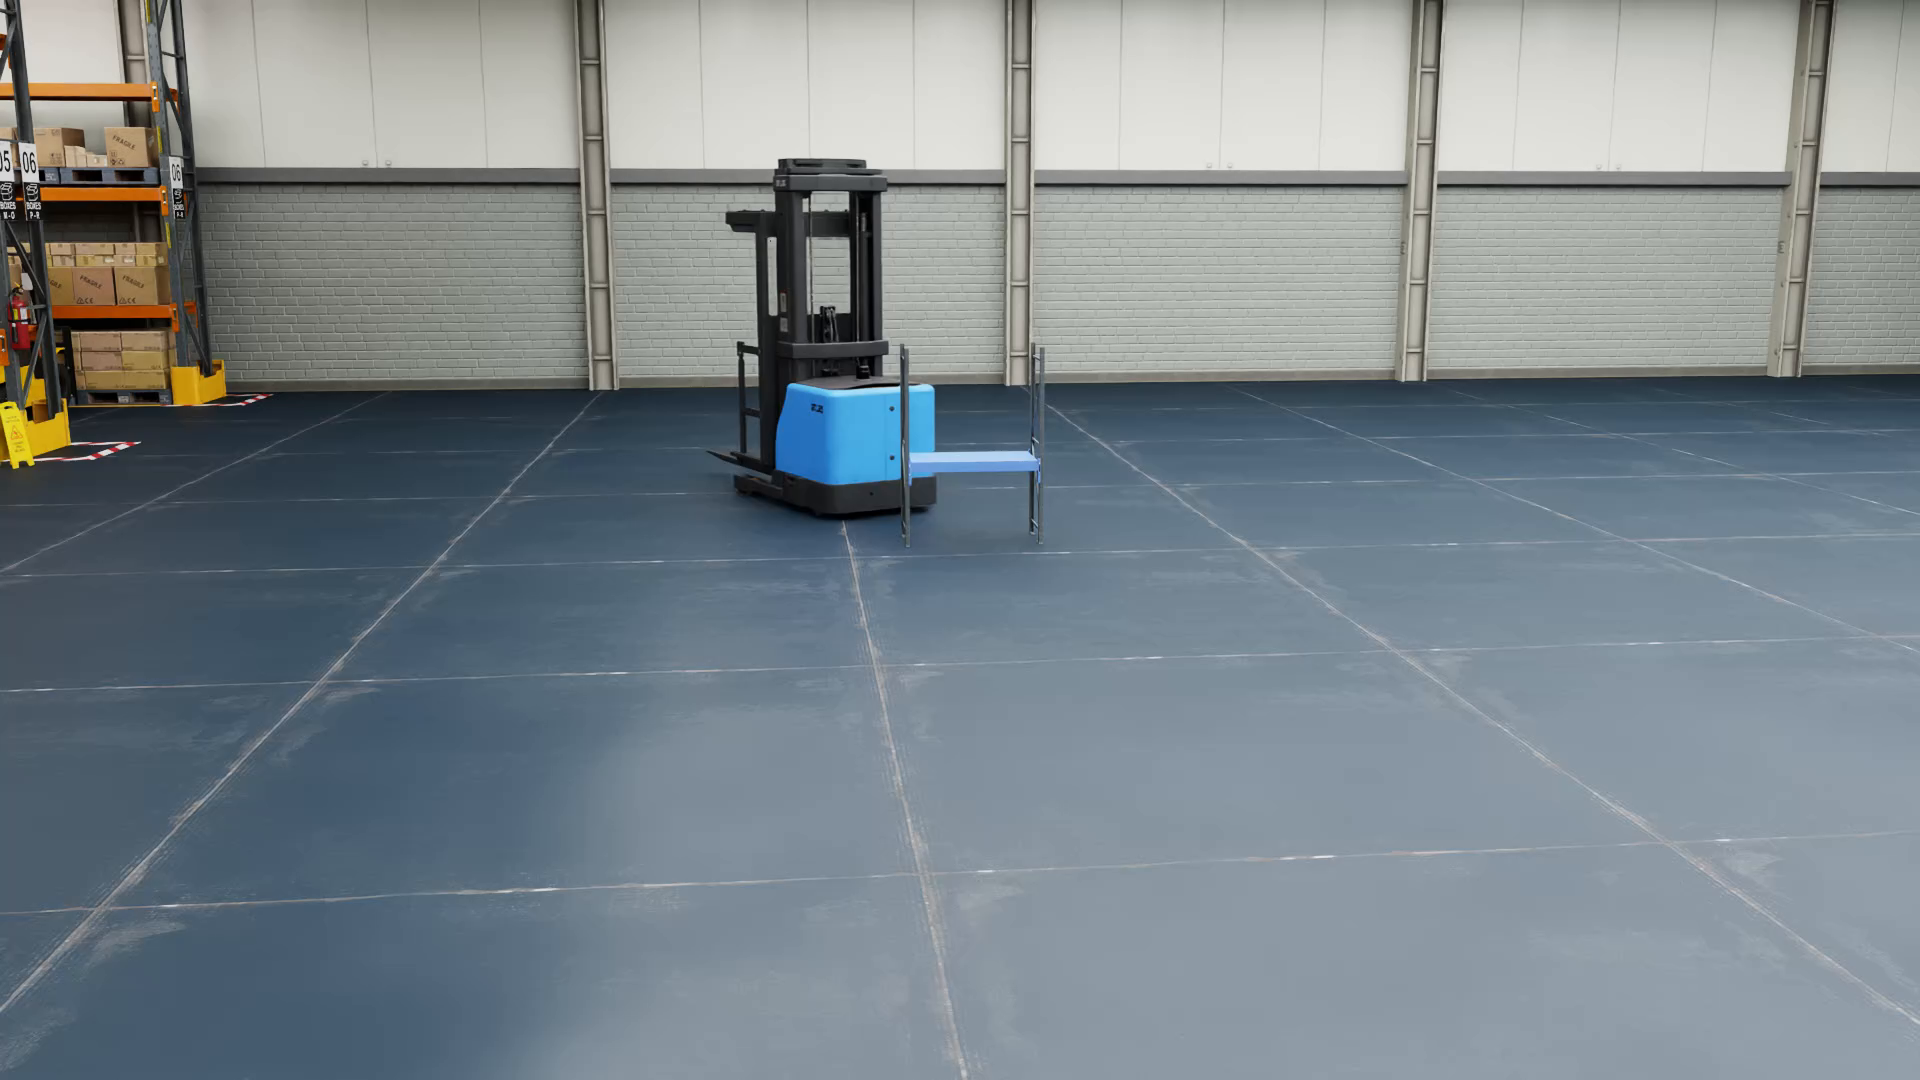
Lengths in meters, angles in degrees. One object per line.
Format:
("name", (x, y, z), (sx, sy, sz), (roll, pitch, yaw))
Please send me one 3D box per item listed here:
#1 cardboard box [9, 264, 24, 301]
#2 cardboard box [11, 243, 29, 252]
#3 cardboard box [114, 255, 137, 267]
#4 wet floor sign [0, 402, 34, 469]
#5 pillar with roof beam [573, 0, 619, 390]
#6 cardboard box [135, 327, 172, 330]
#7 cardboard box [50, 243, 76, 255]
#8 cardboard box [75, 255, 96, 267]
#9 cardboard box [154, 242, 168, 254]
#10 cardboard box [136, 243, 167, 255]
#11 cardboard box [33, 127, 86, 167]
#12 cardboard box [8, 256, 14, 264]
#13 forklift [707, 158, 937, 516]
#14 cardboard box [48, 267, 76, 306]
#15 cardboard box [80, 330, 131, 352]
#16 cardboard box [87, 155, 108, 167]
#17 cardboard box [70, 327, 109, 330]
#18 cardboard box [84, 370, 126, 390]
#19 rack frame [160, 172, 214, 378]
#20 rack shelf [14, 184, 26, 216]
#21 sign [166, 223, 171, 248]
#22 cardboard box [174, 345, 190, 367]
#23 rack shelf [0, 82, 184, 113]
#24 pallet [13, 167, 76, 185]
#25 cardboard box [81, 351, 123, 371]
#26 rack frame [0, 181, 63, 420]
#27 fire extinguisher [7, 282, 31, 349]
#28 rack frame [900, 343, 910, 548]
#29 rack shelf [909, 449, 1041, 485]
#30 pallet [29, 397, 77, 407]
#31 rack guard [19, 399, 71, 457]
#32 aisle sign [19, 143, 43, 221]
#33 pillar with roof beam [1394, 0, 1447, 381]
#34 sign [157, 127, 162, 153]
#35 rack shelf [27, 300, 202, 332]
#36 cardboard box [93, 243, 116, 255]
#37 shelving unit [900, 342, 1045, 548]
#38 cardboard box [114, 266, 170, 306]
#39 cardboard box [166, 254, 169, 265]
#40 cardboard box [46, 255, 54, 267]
("cardboard box", (-10.248, -2.646, 17.522), (0.500, 0.500, 0.500), (-1, 11, -7))
("cardboard box", (-12.145, -3.792, 21.669), (0.250, 0.149, 0.380), (-1, 11, -5))
("cardboard box", (-10.852, -3.655, 21.743), (0.250, 0.149, 0.380), (-1, 11, -5))
("wet floor sign", (-9.443, -1.051, 16.544), (0.232, 0.644, 0.267), (3, 11, 14))
("pillar with roof beam", (-4.647, -5.761, 18.845), (0.400, 9.000, 9.100), (-1, 11, -6))
("cardboard box", (-10.785, -2.734, 22.444), (0.500, 0.250, 0.500), (-1, 11, -7))
("cardboard box", (-11.622, -3.786, 21.637), (0.250, 0.149, 0.380), (-1, 11, -5))
("cardboard box", (-11.365, -3.658, 21.760), (0.250, 0.149, 0.380), (-1, 11, -6))
("cardboard box", (-10.644, -3.907, 22.254), (0.250, 0.149, 0.380), (-1, 11, -7))
("cardboard box", (-10.620, -3.825, 21.837), (0.250, 0.149, 0.380), (-1, 11, -6))
("cardboard box", (-11.730, -5.078, 21.537), (0.500, 0.500, 0.700), (-1, 11, -6))
("cardboard box", (-12.379, -3.628, 21.607), (0.250, 0.149, 0.380), (-1, 11, -7))
("forklift", (-1.389, -1.873, 14.797), (1.130, 2.935, 3.031), (-7, 13, -30))
("cardboard box", (-11.774, -3.328, 21.763), (0.500, 0.500, 0.500), (-1, 11, -7))
("cardboard box", (-11.218, -2.626, 21.897), (0.500, 0.250, 0.500), (-1, 11, -5))
("cardboard box", (-11.078, -4.888, 21.482), (0.250, 0.149, 0.380), (-2, 11, -8))
("cardboard box", (-11.780, -2.714, 22.345), (0.500, 0.250, 0.500), (-1, 11, -6))
("cardboard box", (-11.216, -2.138, 22.005), (0.500, 0.250, 0.500), (-1, 11, -6))
("rack frame", (-10.287, -3.360, 22.182), (0.127, 3.000, 1.000), (-1, 11, -6))
("rack shelf", (-11.736, -3.485, 16.908), (4.000, 0.370, 1.077), (-1, 11, -6))
("sign", (-10.242, -3.940, 21.516), (0.005, 0.325, 0.100), (-1, 11, -6))
("cardboard box", (-10.777, -2.492, 22.511), (0.500, 0.250, 0.500), (-1, 11, -5))
("rack shelf", (-12.275, -5.713, 21.499), (4.000, 0.370, 1.077), (-1, 11, -6))
("pallet", (-12.208, -4.752, 21.719), (1.213, 0.211, 1.003), (-1, 11, -6))
("cardboard box", (-11.237, -2.383, 21.959), (0.500, 0.250, 0.500), (-1, 11, -7))
("rack frame", (-9.747, -2.408, 17.340), (0.127, 3.000, 1.000), (-1, 11, -6))
("fire extinguisher", (-9.584, -2.284, 16.910), (0.183, 0.674, 0.296), (-1, 11, -6))
("rack frame", (-0.421, -0.727, 12.679), (0.032, 1.500, 0.500), (-1, 11, -6))
("rack shelf", (0.085, -0.561, 12.767), (1.000, 0.185, 0.538), (-1, 11, -6))
("pallet", (-12.253, -1.943, 22.203), (1.213, 0.211, 1.003), (-1, 11, -6))
("rack guard", (-9.823, -1.180, 17.573), (0.348, 0.500, 1.175), (-1, 11, -6))
("aisle sign", (-9.719, -3.744, 17.398), (0.004, 0.787, 0.394), (-1, 11, -6))
("pillar with roof beam", (7.283, -6.011, 20.116), (0.400, 9.000, 9.100), (-1, 11, -6))
("sign", (-10.242, -5.123, 21.284), (0.005, 0.325, 0.100), (-1, 11, -6))
("rack shelf", (-12.275, -2.965, 22.039), (4.000, 0.370, 1.077), (-1, 11, -6))
("cardboard box", (-11.120, -3.803, 21.727), (0.250, 0.149, 0.380), (-1, 11, -5))
("shelving unit", (0.085, -0.738, 12.732), (1.048, 1.500, 0.538), (-1, 11, -6))
("cardboard box", (-10.748, -3.348, 21.864), (0.500, 0.500, 0.500), (-1, 11, -7))
("cardboard box", (-10.652, -3.770, 22.327), (0.250, 0.149, 0.380), (-1, 11, -8))
("cardboard box", (-11.874, -3.635, 21.640), (0.250, 0.149, 0.380), (-1, 11, -6))
